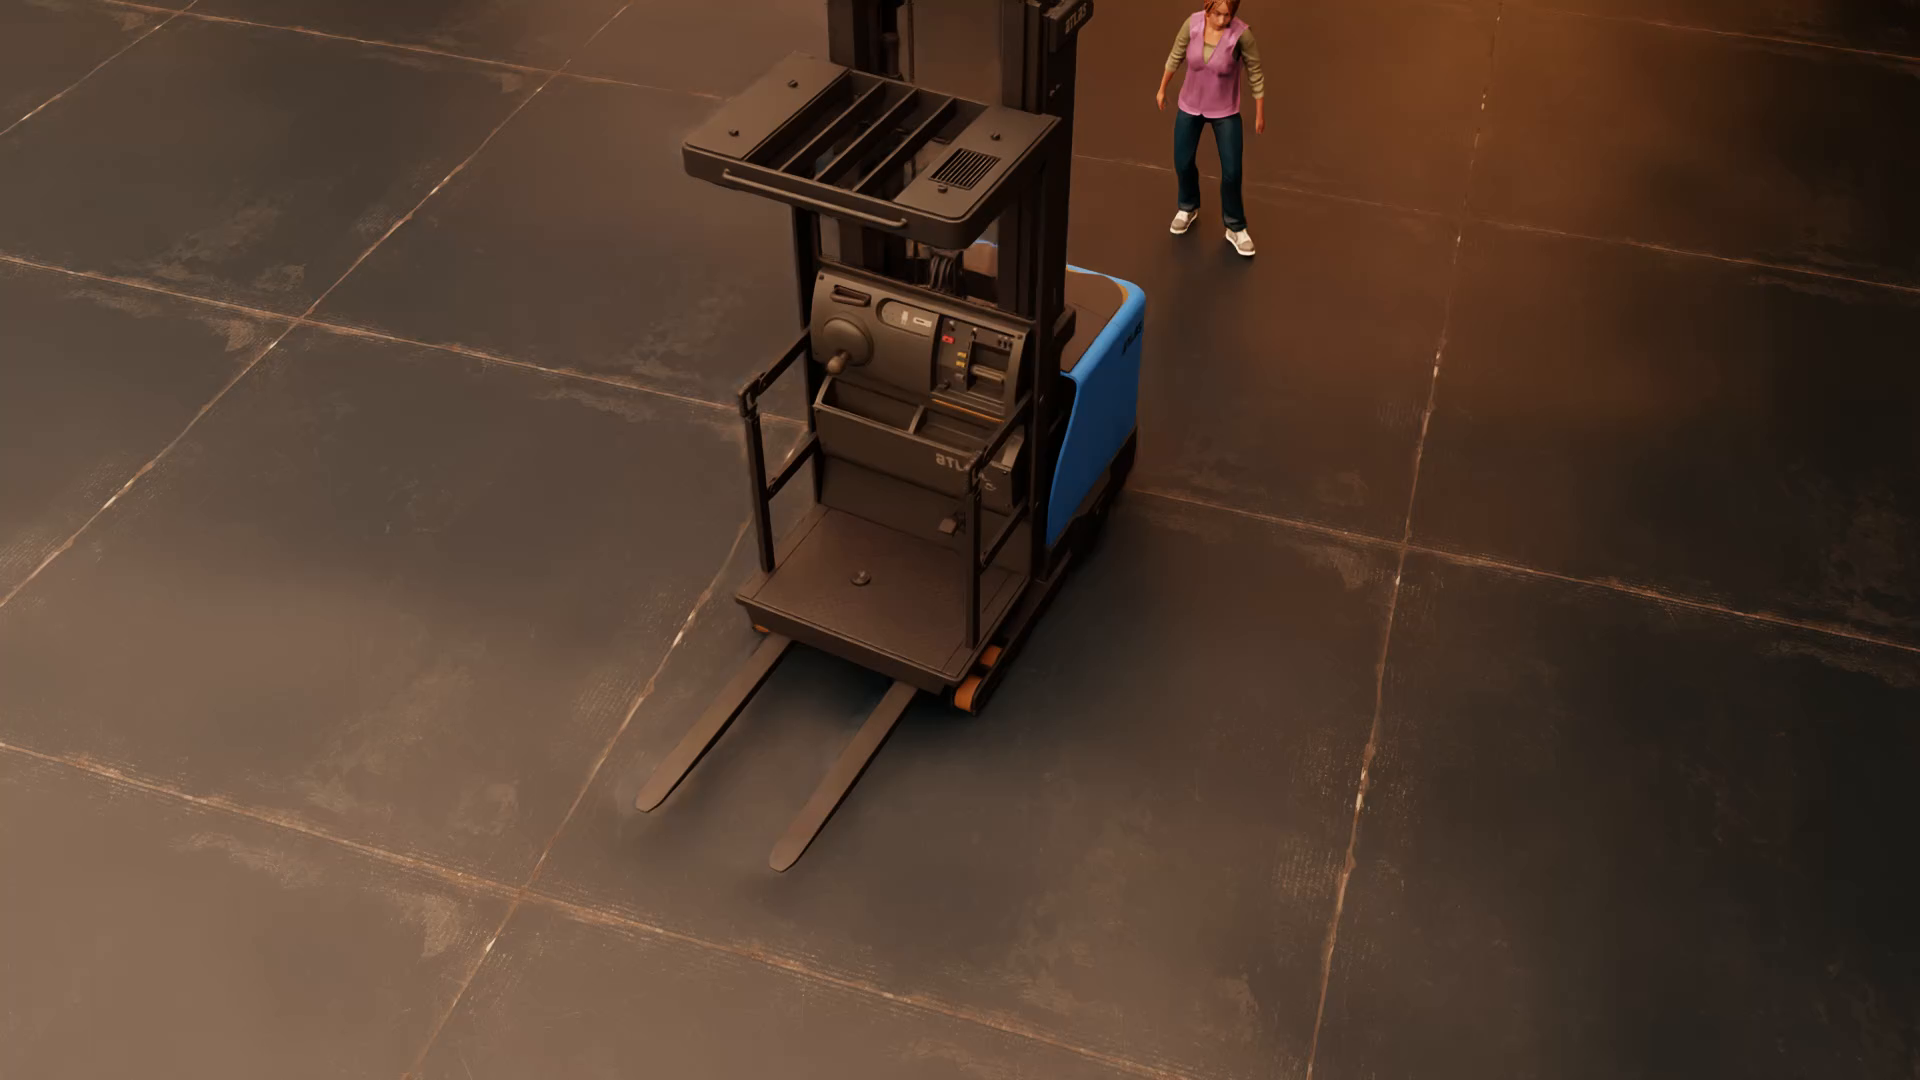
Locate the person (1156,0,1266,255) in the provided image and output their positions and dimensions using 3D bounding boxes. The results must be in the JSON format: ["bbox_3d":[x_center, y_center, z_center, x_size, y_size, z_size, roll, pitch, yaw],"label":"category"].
[{"bbox_3d":[1.419,-2.338,9.300,0.726,1.450,0.379,17,46,17],"label":"person"}]

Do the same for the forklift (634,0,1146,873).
[{"bbox_3d":[-0.269,-0.694,6.435,1.130,2.935,3.031,19,46,20],"label":"forklift"}]
